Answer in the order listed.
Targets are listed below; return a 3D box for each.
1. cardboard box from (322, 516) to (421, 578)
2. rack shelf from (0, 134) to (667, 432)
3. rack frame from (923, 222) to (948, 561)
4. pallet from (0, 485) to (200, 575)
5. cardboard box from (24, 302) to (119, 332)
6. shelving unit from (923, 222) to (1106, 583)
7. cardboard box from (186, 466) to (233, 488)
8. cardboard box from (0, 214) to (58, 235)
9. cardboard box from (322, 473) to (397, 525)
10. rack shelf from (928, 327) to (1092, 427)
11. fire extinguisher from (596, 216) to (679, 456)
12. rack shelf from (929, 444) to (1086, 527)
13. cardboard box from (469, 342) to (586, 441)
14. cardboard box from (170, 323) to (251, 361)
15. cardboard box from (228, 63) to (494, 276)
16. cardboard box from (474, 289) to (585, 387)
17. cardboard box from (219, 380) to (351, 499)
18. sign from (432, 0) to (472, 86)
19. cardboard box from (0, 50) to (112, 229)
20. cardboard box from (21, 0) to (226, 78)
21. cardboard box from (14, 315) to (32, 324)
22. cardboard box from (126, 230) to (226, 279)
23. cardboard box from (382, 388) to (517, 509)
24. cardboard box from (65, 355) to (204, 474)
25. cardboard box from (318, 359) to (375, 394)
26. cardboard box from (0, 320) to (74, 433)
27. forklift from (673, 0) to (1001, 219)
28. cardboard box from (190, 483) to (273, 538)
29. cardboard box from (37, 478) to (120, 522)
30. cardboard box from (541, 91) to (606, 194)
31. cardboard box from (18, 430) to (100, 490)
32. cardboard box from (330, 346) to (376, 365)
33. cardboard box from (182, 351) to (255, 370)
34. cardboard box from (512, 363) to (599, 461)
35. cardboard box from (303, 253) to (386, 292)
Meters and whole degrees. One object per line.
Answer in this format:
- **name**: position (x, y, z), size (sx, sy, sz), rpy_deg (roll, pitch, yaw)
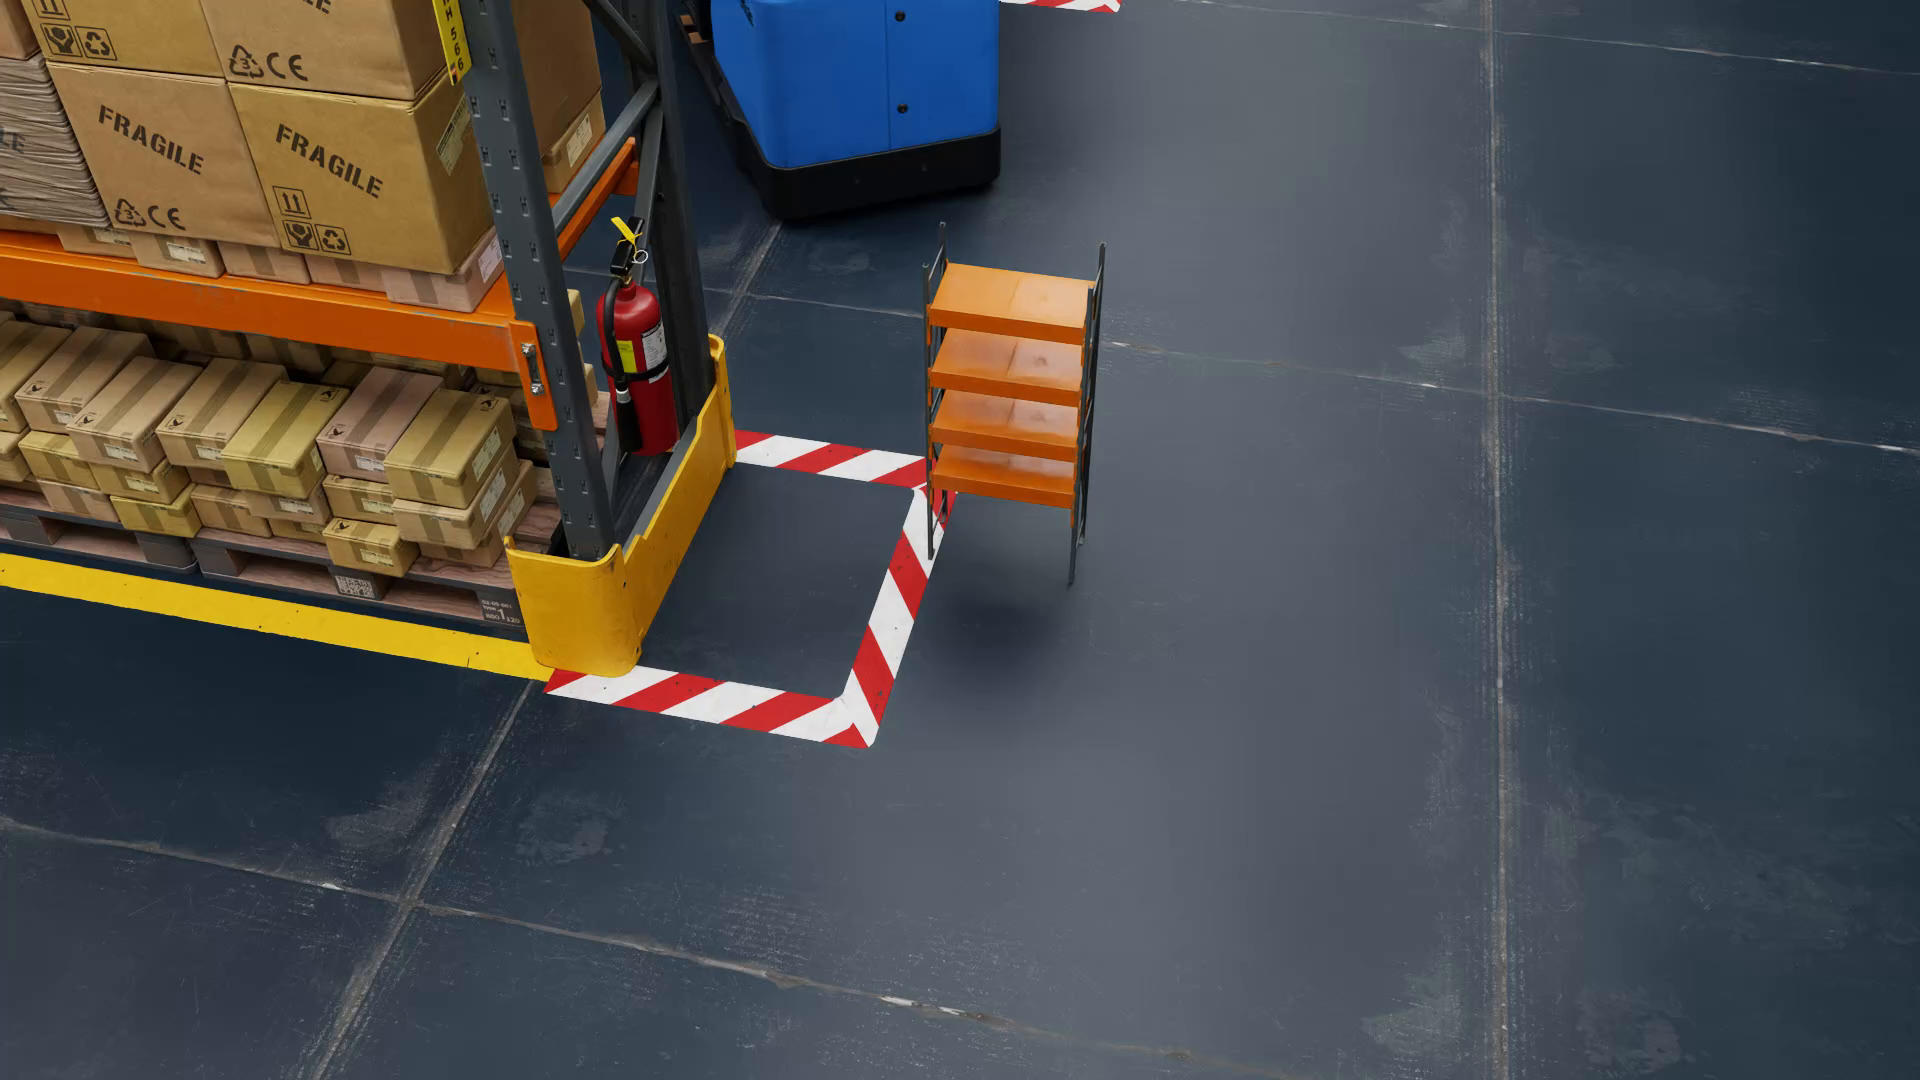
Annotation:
- **cardboard box**: position (-1.854, -0.077, 5.419), size (0.250, 0.149, 0.380), rpy_deg (10, 45, 10)
- **rack shelf**: position (-2.974, -1.087, 5.235), size (4.000, 0.370, 1.077), rpy_deg (9, 45, 9)
- **rack frame**: position (-0.076, -0.444, 5.346), size (0.015, 1.200, 0.240), rpy_deg (9, 45, 9)
- **pallet**: position (-3.068, -0.383, 5.996), size (1.213, 0.211, 1.003), rpy_deg (9, 45, 9)
- **cardboard box**: position (-3.014, -0.850, 5.794), size (0.250, 0.149, 0.380), rpy_deg (9, 45, 9)
- **shelving unit**: position (0.162, -0.407, 5.308), size (0.503, 1.200, 0.258), rpy_deg (9, 45, 9)
- **cardboard box**: position (-2.347, -0.349, 5.488), size (0.250, 0.149, 0.380), rpy_deg (8, 45, 9)
- **cardboard box**: position (-2.640, -1.066, 4.875), size (0.250, 0.149, 0.380), rpy_deg (7, 44, 7)
- **cardboard box**: position (-1.843, -0.238, 5.372), size (0.250, 0.149, 0.380), rpy_deg (8, 44, 8)
- **rack shelf**: position (0.162, -0.520, 5.199), size (0.480, 0.148, 0.258), rpy_deg (9, 45, 9)
- **fire extinguisher**: position (-0.877, -0.531, 4.463), size (0.183, 0.674, 0.296), rpy_deg (9, 45, 9)
- **rack shelf**: position (0.162, -0.216, 5.492), size (0.480, 0.148, 0.258), rpy_deg (9, 45, 9)
- **cardboard box**: position (-1.477, -0.528, 5.674), size (0.250, 0.149, 0.380), rpy_deg (11, 45, 11)
- **cardboard box**: position (-2.501, -0.806, 5.749), size (0.250, 0.149, 0.380), rpy_deg (10, 45, 11)
- **cardboard box**: position (-1.517, -1.080, 4.423), size (0.500, 0.500, 0.500), rpy_deg (10, 45, 10)
- **cardboard box**: position (-1.459, -0.691, 5.629), size (0.250, 0.149, 0.380), rpy_deg (7, 44, 7)
- **cardboard box**: position (-2.107, -0.321, 5.244), size (0.250, 0.149, 0.380), rpy_deg (8, 44, 8)
- **sign**: position (-1.163, -1.202, 3.773), size (0.005, 0.325, 0.100), rpy_deg (9, 45, 9)
- **cardboard box**: position (-2.515, -1.232, 4.581), size (0.500, 0.500, 0.500), rpy_deg (9, 45, 9)
- **cardboard box**: position (-2.017, -1.525, 4.163), size (0.500, 0.500, 0.500), rpy_deg (7, 44, 8)
- **cardboard box**: position (-3.283, -0.803, 5.959), size (0.250, 0.149, 0.380), rpy_deg (7, 44, 7)
- **cardboard box**: position (-2.139, -0.925, 4.729), size (0.250, 0.149, 0.380), rpy_deg (10, 45, 10)
- **cardboard box**: position (-1.594, -0.291, 5.213), size (0.250, 0.149, 0.380), rpy_deg (9, 45, 10)
- **cardboard box**: position (-2.620, -0.406, 5.333), size (0.250, 0.149, 0.380), rpy_deg (10, 45, 11)
- **cardboard box**: position (-1.990, -0.585, 5.733), size (0.250, 0.149, 0.380), rpy_deg (9, 45, 10)
- **cardboard box**: position (-3.115, -0.541, 5.473), size (0.250, 0.149, 0.380), rpy_deg (9, 45, 9)
- **forklift**: position (-0.782, -3.459, 7.230), size (1.130, 2.935, 3.031), rpy_deg (-13, 46, -14)
- **cardboard box**: position (-2.337, -0.203, 5.551), size (0.250, 0.149, 0.380), rpy_deg (9, 45, 9)
- **cardboard box**: position (-2.862, -0.255, 5.604), size (0.250, 0.149, 0.380), rpy_deg (10, 45, 10)
- **cardboard box**: position (-1.267, -1.224, 5.040), size (0.250, 0.149, 0.380), rpy_deg (8, 45, 9)
- **cardboard box**: position (-2.861, -0.360, 5.500), size (0.250, 0.149, 0.380), rpy_deg (11, 45, 11)
- **cardboard box**: position (-1.972, -0.776, 5.718), size (0.250, 0.149, 0.380), rpy_deg (9, 45, 9)
- **cardboard box**: position (-2.497, -0.673, 5.824), size (0.250, 0.149, 0.380), rpy_deg (7, 44, 7)
- **cardboard box**: position (-1.463, -0.464, 5.822), size (0.250, 0.149, 0.380), rpy_deg (10, 45, 10)
- **cardboard box**: position (-1.636, -0.874, 4.676), size (0.250, 0.149, 0.380), rpy_deg (9, 45, 9)
